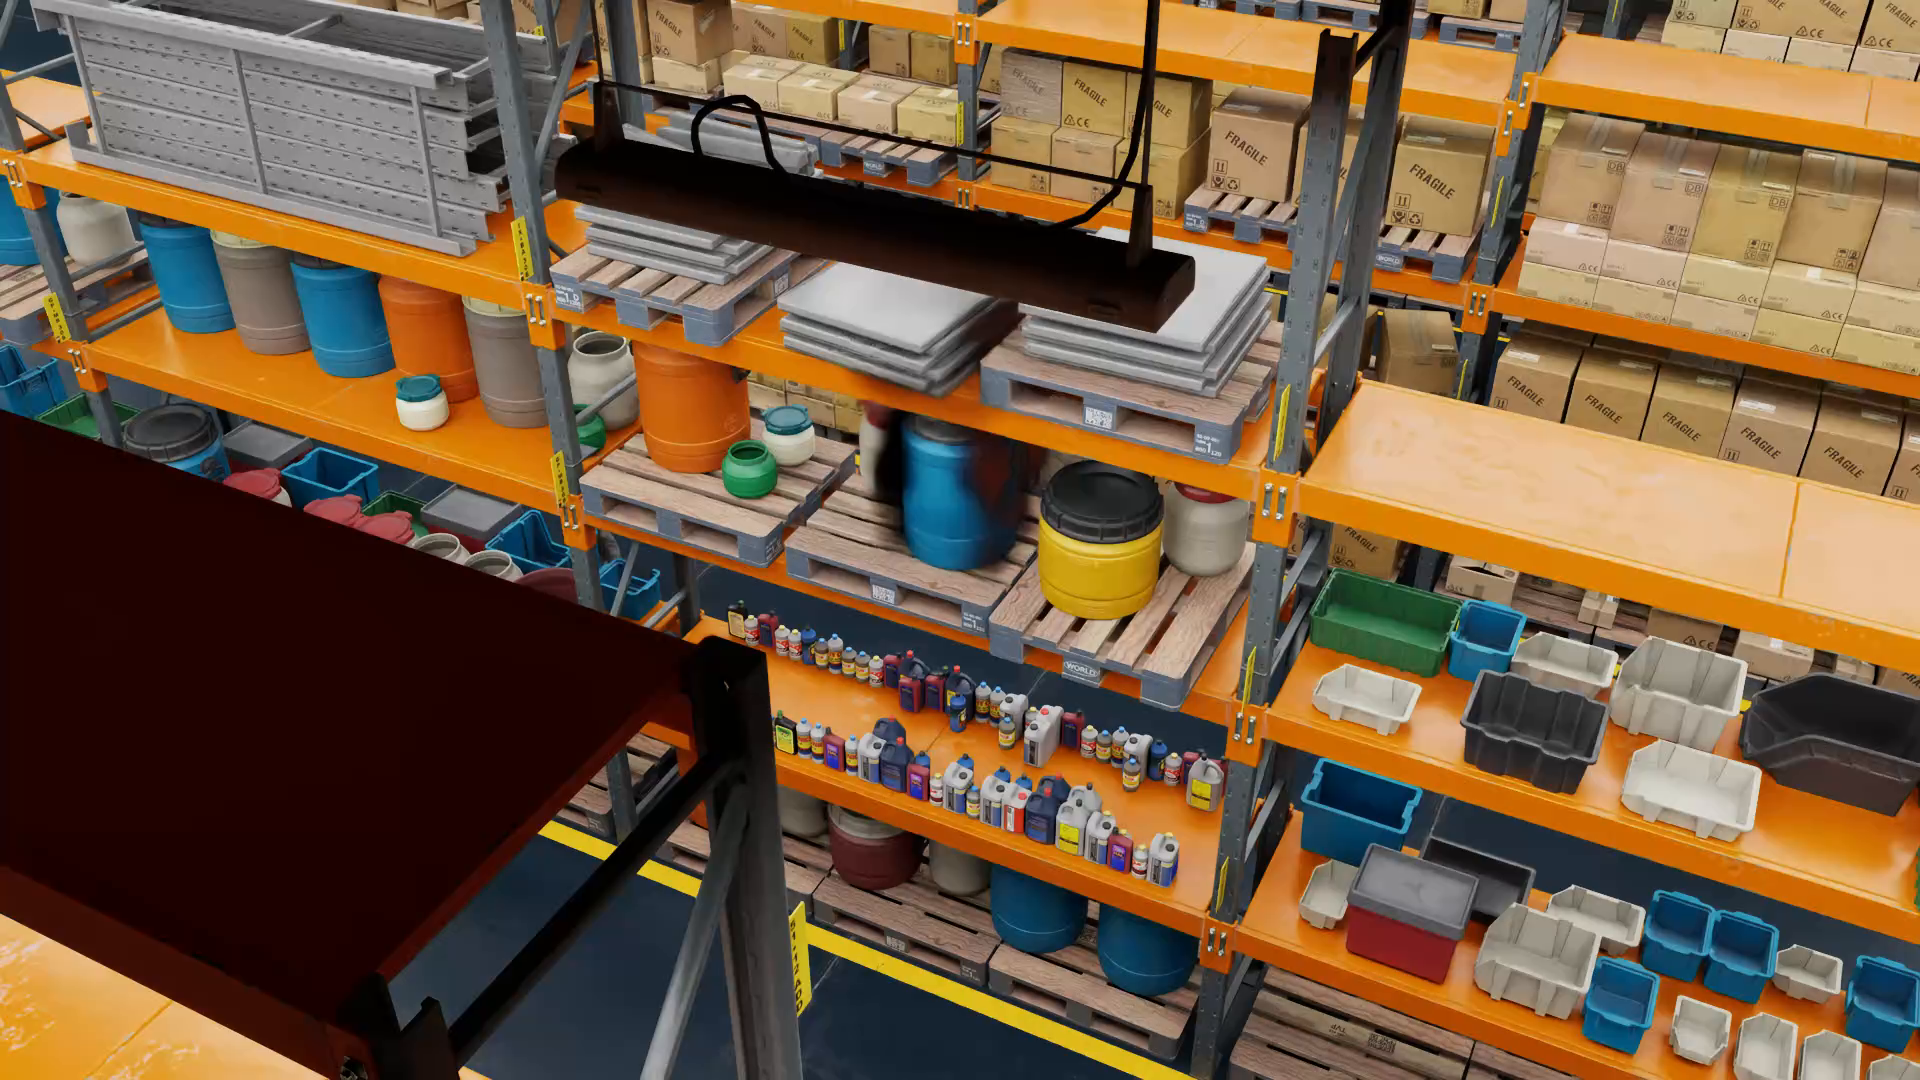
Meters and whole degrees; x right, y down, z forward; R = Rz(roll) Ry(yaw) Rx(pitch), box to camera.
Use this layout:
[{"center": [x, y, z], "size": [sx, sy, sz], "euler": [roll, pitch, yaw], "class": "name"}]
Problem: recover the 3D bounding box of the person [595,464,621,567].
[{"center": [-2.879, -0.325, 13.015], "size": [0.482, 1.647, 0.325], "euler": [24, 42, 30], "class": "person"}]
